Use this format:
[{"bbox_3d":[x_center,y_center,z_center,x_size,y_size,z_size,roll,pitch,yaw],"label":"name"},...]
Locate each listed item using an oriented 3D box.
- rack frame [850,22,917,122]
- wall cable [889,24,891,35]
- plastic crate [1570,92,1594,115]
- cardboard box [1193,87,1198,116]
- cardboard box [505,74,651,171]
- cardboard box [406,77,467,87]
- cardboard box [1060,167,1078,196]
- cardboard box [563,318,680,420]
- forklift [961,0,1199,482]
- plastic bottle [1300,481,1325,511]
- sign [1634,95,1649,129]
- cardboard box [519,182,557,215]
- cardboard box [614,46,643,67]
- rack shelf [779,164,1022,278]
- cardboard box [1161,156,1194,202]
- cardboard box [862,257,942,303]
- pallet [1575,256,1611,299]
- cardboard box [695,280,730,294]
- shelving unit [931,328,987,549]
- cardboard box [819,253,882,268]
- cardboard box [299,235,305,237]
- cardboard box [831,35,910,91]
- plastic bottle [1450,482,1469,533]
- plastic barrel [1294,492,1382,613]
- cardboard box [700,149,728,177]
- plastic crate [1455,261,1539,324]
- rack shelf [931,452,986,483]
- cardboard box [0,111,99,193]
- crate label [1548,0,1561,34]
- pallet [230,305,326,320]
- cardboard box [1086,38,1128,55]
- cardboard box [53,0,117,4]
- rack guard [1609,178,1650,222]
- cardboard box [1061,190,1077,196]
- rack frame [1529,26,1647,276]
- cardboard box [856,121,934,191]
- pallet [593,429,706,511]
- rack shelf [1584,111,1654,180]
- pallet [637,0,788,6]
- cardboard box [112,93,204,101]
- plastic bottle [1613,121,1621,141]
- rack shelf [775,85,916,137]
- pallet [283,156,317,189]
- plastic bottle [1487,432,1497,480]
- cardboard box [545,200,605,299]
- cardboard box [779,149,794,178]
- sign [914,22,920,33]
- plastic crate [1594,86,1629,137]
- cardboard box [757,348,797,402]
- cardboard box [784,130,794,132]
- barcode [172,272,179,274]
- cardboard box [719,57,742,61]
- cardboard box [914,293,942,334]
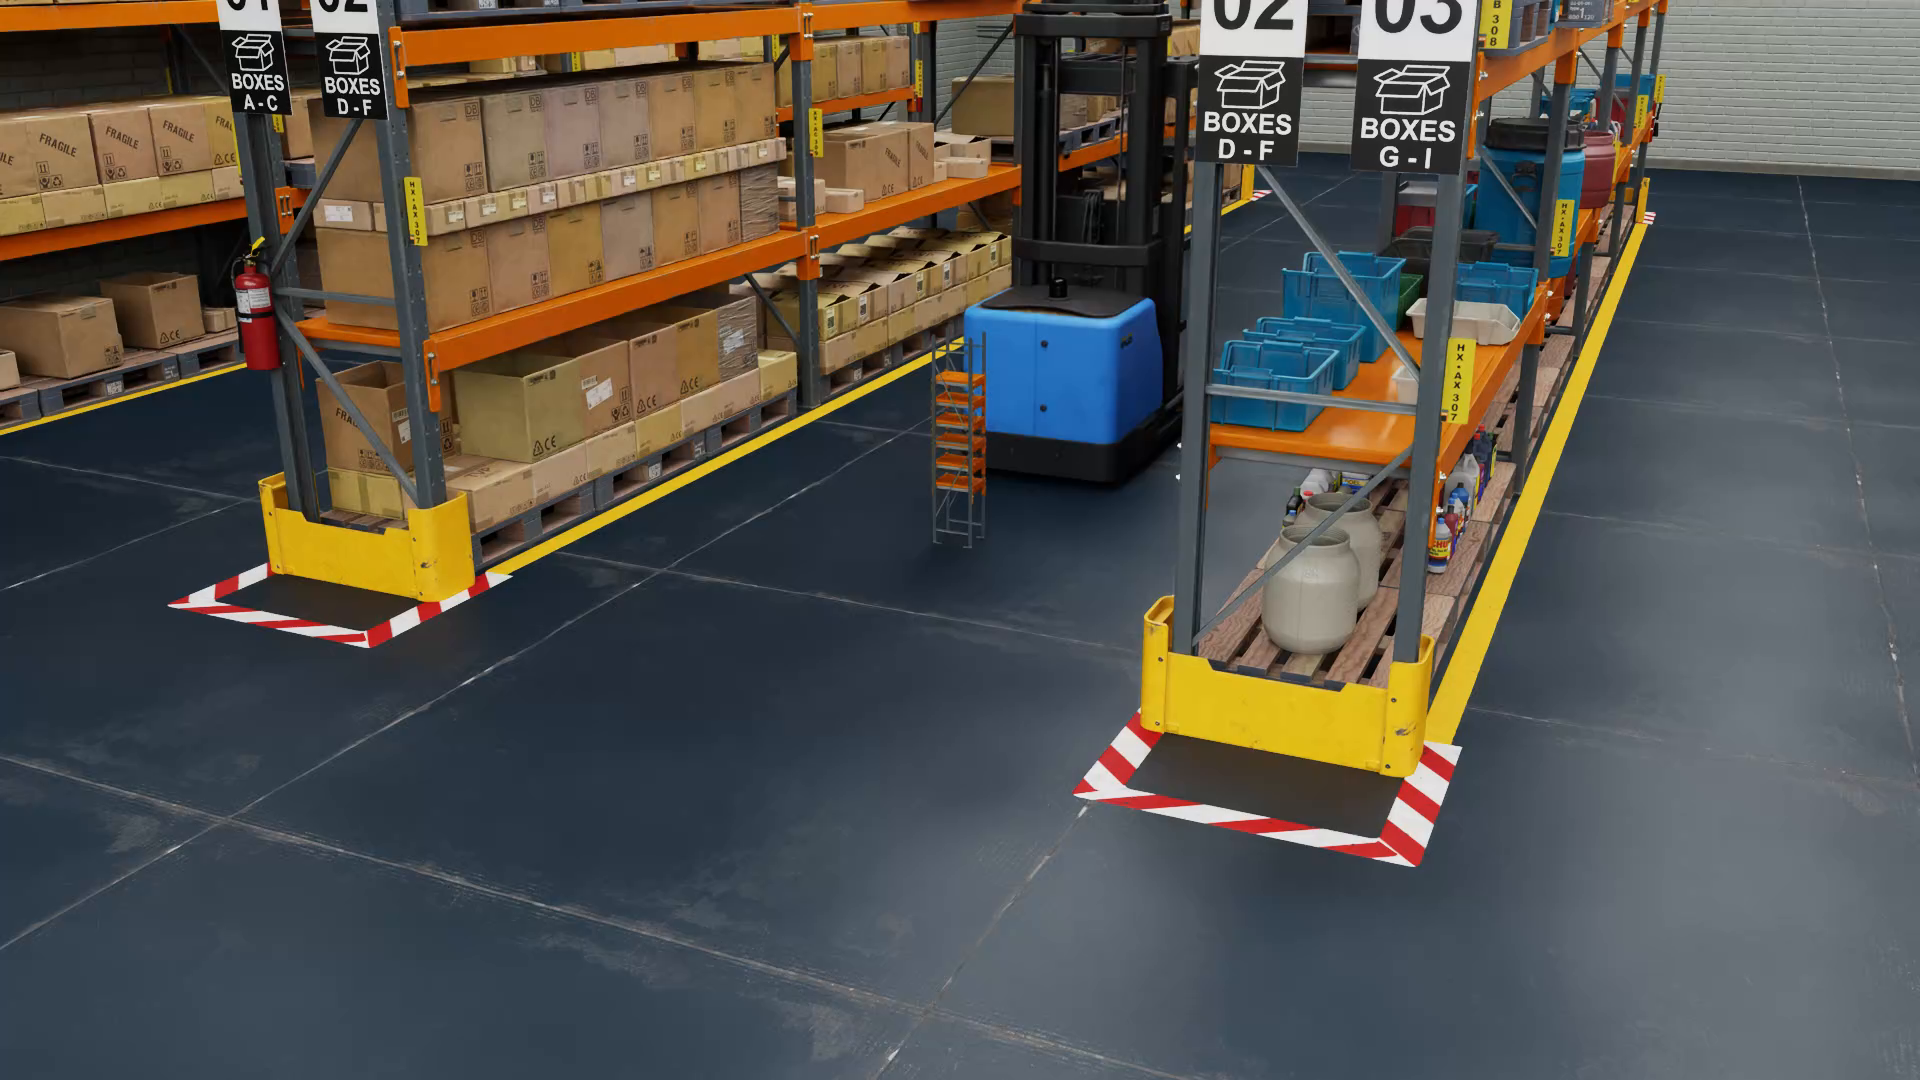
[{"bbox_3d":[-1.111,-6.795,24.099,1.000,3.000,0.127,9,21,23],"label":"rack frame"},{"bbox_3d":[-1.449,-7.795,25.394,0.084,1.984,1.851,9,21,23],"label":"wall cable"},{"bbox_3d":[7.257,-5.153,19.643,0.416,0.233,0.300,9,21,23],"label":"plastic crate"},{"bbox_3d":[2.643,-5.369,19.939,0.500,0.500,0.500,8,21,22],"label":"cardboard box"},{"bbox_3d":[-2.296,-2.510,9.964,0.700,0.500,0.500,9,21,23],"label":"cardboard box"},{"bbox_3d":[-5.060,-4.075,15.644,0.700,0.500,0.500,9,21,23],"label":"cardboard box"},{"bbox_3d":[0.942,-3.856,17.791,0.500,0.250,0.500,9,21,23],"label":"cardboard box"},{"bbox_3d":[-2.103,-1.073,10.366,0.500,0.500,0.500,9,21,23],"label":"cardboard box"},{"bbox_3d":[1.054,-2.195,11.266,1.130,2.935,3.031,8,21,22],"label":"forklift"},{"bbox_3d":[1.856,-0.163,8.860,0.152,0.276,0.135,9,21,23],"label":"plastic bottle"},{"bbox_3d":[6.791,-4.267,16.578,0.100,0.325,0.005,9,21,23],"label":"sign"},{"bbox_3d":[-2.470,-1.902,9.224,0.380,0.149,0.250,8,21,22],"label":"cardboard box"},{"bbox_3d":[-3.746,-5.167,17.780,0.500,0.250,0.500,8,21,22],"label":"cardboard box"},{"bbox_3d":[-0.685,-2.721,13.716,1.077,0.370,4.000,9,21,23],"label":"rack shelf"},{"bbox_3d":[2.537,-4.500,20.714,0.797,0.503,0.637,9,21,23],"label":"cardboard box"},{"bbox_3d":[-0.479,-2.177,13.753,0.500,0.311,0.500,9,22,24],"label":"cardboard box"},{"bbox_3d":[5.936,-2.669,16.658,1.003,0.211,1.213,9,21,23],"label":"pallet"},{"bbox_3d":[-1.979,-1.605,11.863,0.500,0.500,0.500,9,21,23],"label":"cardboard box"},{"bbox_3d":[-0.006,-0.561,9.255,0.258,1.200,0.189,9,21,23],"label":"shelving unit"},{"bbox_3d":[-0.977,-2.243,13.939,0.500,0.311,0.500,8,21,22],"label":"cardboard box"},{"bbox_3d":[-5.573,-2.548,15.232,0.700,0.500,0.500,8,21,22],"label":"cardboard box"},{"bbox_3d":[-1.310,-6.779,23.606,0.980,0.700,0.700,10,22,25],"label":"cardboard box"},{"bbox_3d":[2.667,-0.175,8.900,0.097,0.271,0.097,0,20,0],"label":"plastic bottle"},{"bbox_3d":[1.781,0.065,7.896,0.421,0.512,0.421,0,20,0],"label":"plastic barrel"},{"bbox_3d":[-1.734,-2.452,10.770,0.380,0.149,0.250,9,21,23],"label":"cardboard box"},{"bbox_3d":[2.808,-1.322,8.930,0.499,0.251,0.616,9,21,23],"label":"plastic crate"},{"bbox_3d":[-0.006,-0.406,9.310,0.258,0.103,0.180,9,21,23],"label":"rack shelf"},{"bbox_3d":[-6.564,-2.767,11.847,0.500,0.500,0.500,9,22,24],"label":"cardboard box"},{"bbox_3d":[2.444,-2.415,7.527,0.502,0.251,0.408,9,21,23],"label":"crate label"},{"bbox_3d":[-5.707,-2.051,14.921,1.003,0.211,1.213,9,21,23],"label":"pallet"},{"bbox_3d":[1.743,-5.602,19.103,0.500,0.500,0.500,9,21,23],"label":"cardboard box"},{"bbox_3d":[-6.417,-4.081,11.811,0.500,0.500,0.500,8,21,21],"label":"cardboard box"},{"bbox_3d":[7.926,-4.267,20.721,1.175,0.500,0.348,9,21,23],"label":"rack guard"},{"bbox_3d":[0.932,-3.492,17.886,0.500,0.500,0.500,9,21,23],"label":"cardboard box"},{"bbox_3d":[6.290,-4.213,16.838,1.000,3.000,0.127,9,21,23],"label":"rack frame"},{"bbox_3d":[-0.538,-3.203,13.849,0.500,0.500,0.500,7,21,20],"label":"cardboard box"},{"bbox_3d":[-2.366,-0.523,10.623,1.003,0.211,1.213,9,21,23],"label":"pallet"},{"bbox_3d":[7.109,-4.485,18.678,1.077,0.370,4.000,9,21,23],"label":"rack shelf"},{"bbox_3d":[-1.830,-3.555,10.645,1.003,0.211,1.213,9,21,23],"label":"pallet"},{"bbox_3d":[-6.408,-3.304,13.357,0.500,0.500,0.500,8,21,21],"label":"cardboard box"},{"bbox_3d":[6.423,-3.990,16.395,0.152,0.276,0.135,9,21,23],"label":"plastic bottle"},{"bbox_3d":[-1.930,-5.845,22.500,1.077,0.370,4.000,9,21,23],"label":"rack shelf"},{"bbox_3d":[-5.579,-3.250,14.417,1.003,0.211,1.213,9,21,23],"label":"pallet"},{"bbox_3d":[3.118,-0.502,9.802,0.061,0.283,0.133,10,22,25],"label":"plastic bottle"},{"bbox_3d":[-2.520,-1.726,9.695,0.700,0.500,0.500,9,21,23],"label":"cardboard box"},{"bbox_3d":[-2.349,-4.807,21.612,0.700,0.500,0.500,9,21,23],"label":"cardboard box"},{"bbox_3d":[-0.621,-7.373,23.644,0.100,0.325,0.005,9,21,23],"label":"sign"},{"bbox_3d":[6.884,-4.510,17.488,0.402,0.464,0.583,9,21,23],"label":"plastic crate"},{"bbox_3d":[-1.494,-1.179,11.783,0.500,0.250,0.500,9,21,23],"label":"cardboard box"},{"bbox_3d":[-2.164,-5.414,22.353,0.380,0.149,0.250,9,21,23],"label":"cardboard box"},{"bbox_3d":[-6.465,-2.175,13.704,0.001,0.075,0.075,9,21,23],"label":"barcode"},{"bbox_3d":[-2.908,-5.436,19.654,0.500,0.500,0.500,9,21,23],"label":"cardboard box"},{"bbox_3d":[-0.483,-1.910,13.839,0.500,0.250,0.500,9,21,24],"label":"cardboard box"}]
